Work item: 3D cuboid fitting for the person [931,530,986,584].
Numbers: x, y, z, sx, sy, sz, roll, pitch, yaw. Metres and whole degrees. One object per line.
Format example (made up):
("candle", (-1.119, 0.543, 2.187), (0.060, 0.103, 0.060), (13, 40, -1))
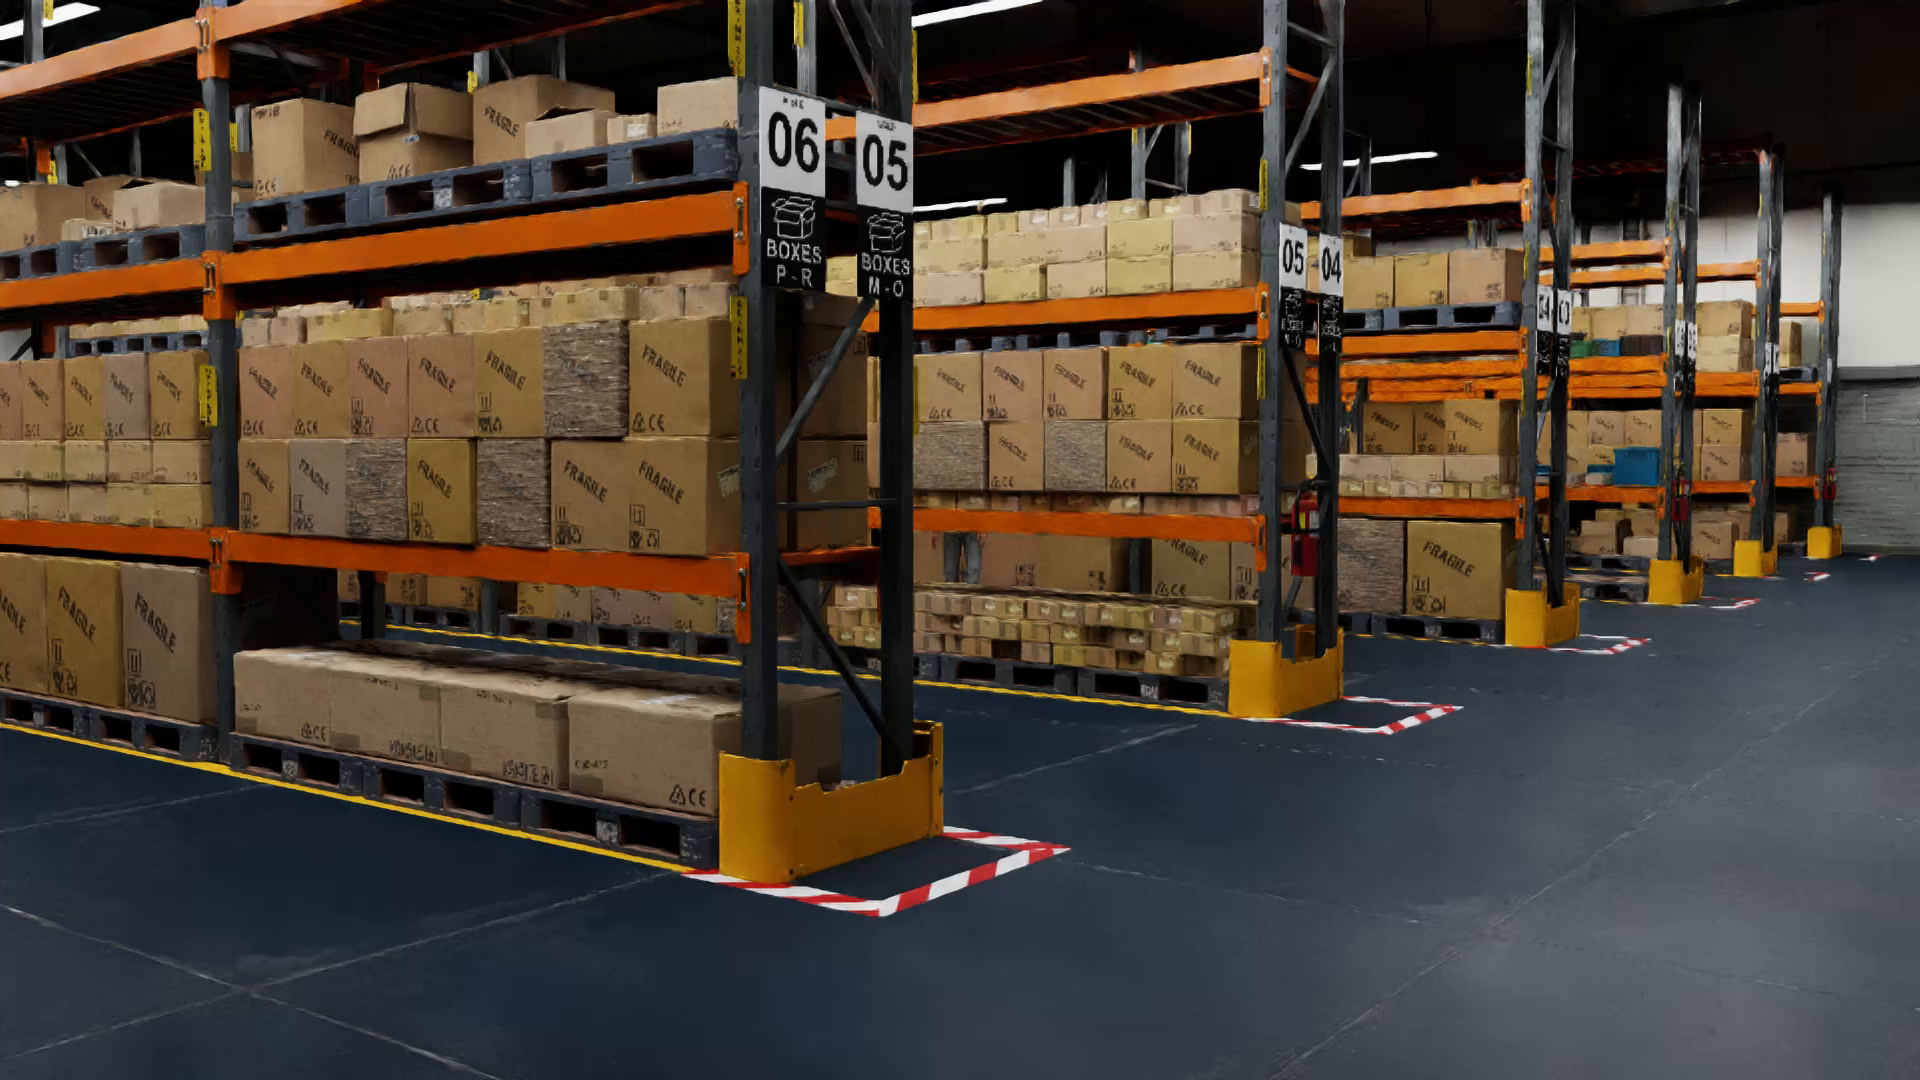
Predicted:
("person", (-0.023, -0.085, 16.953), (0.593, 1.774, 0.521), (1, 3, 10))
